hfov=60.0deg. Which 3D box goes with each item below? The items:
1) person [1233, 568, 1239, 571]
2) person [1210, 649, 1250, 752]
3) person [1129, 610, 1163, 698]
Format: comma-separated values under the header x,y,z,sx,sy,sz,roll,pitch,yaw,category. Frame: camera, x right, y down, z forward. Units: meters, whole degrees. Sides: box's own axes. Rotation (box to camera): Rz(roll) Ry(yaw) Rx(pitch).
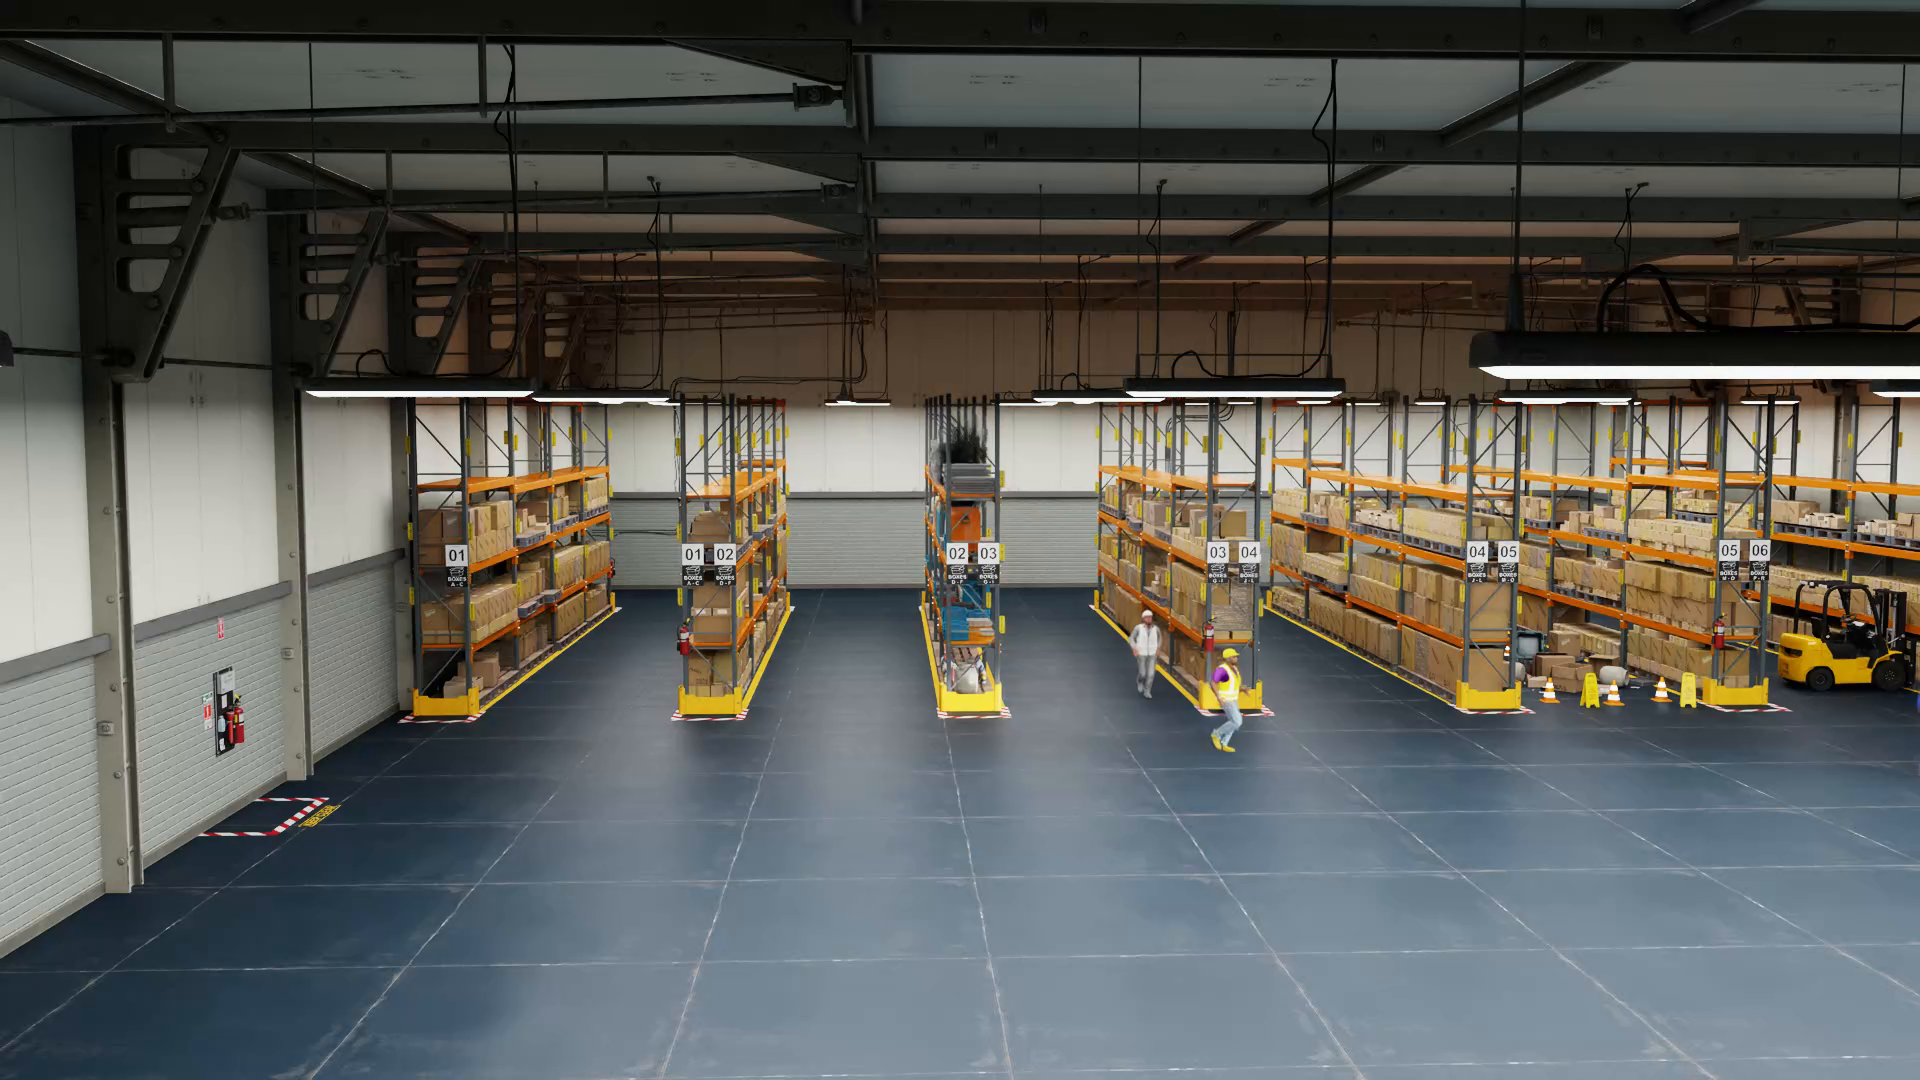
x,y,z,sx,sy,sz,roll,pitch,yaw,category
8.200,1.031,48.497,0.844,1.732,0.719,-3,5,-32,person
4.508,2.669,27.719,0.562,1.728,0.710,2,5,29,person
3.705,2.256,33.009,0.676,1.736,0.497,0,5,-3,person
